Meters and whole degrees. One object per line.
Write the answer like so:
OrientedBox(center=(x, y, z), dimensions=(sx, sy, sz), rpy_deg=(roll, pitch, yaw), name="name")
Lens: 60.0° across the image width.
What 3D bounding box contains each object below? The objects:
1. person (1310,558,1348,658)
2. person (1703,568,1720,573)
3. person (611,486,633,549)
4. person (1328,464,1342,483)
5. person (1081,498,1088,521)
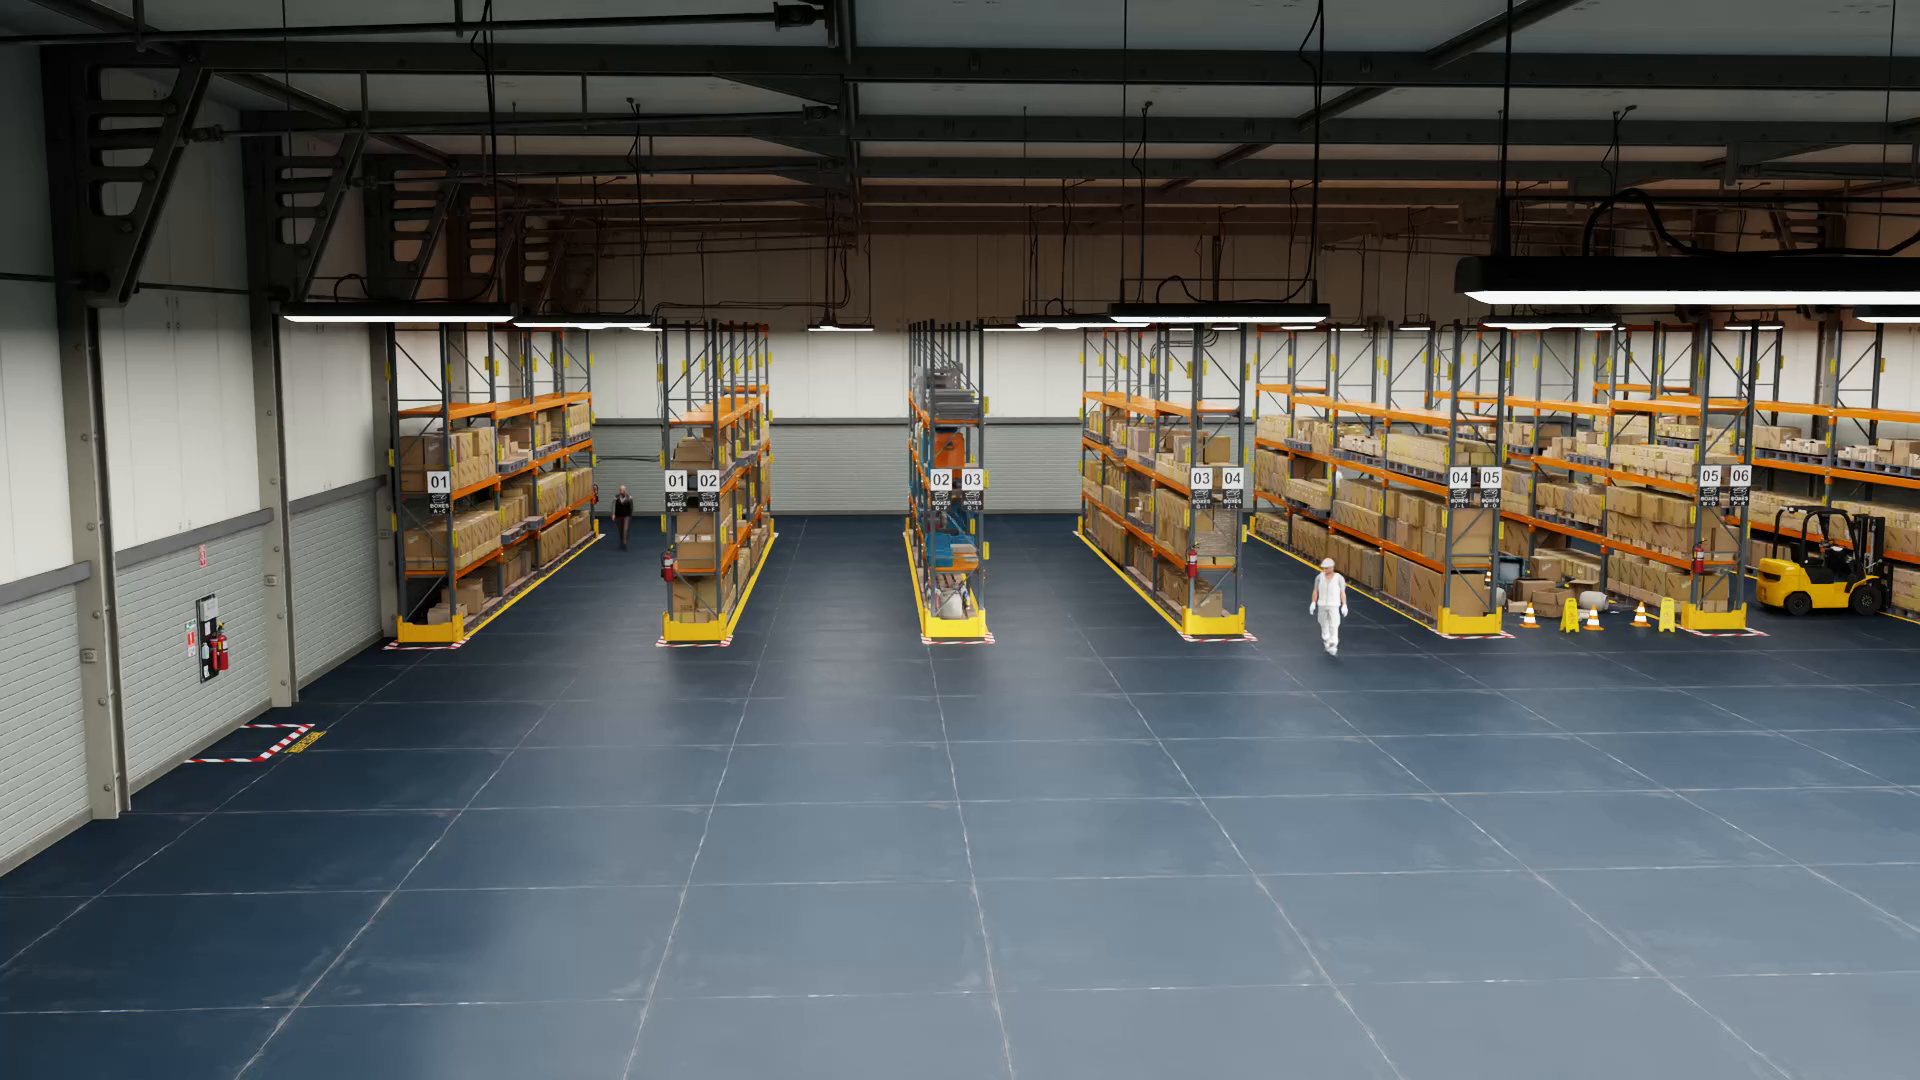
OrientedBox(center=(6.563, 1.198, 29.666), dimensions=(0.619, 1.751, 0.916), rpy_deg=(4, 8, 28), name="person")
OrientedBox(center=(16.546, 0.330, 36.576), dimensions=(0.649, 1.774, 0.711), rpy_deg=(-2, 7, -13), name="person")
OrientedBox(center=(-9.064, -0.626, 44.576), dimensions=(0.538, 1.661, 1.063), rpy_deg=(0, 7, 0), name="person")
OrientedBox(center=(11.659, -1.565, 51.904), dimensions=(0.790, 1.746, 0.578), rpy_deg=(-6, 9, -41), name="person")
OrientedBox(center=(4.137, -1.305, 50.612), dimensions=(1.052, 1.558, 0.443), rpy_deg=(4, 8, 30), name="person")
